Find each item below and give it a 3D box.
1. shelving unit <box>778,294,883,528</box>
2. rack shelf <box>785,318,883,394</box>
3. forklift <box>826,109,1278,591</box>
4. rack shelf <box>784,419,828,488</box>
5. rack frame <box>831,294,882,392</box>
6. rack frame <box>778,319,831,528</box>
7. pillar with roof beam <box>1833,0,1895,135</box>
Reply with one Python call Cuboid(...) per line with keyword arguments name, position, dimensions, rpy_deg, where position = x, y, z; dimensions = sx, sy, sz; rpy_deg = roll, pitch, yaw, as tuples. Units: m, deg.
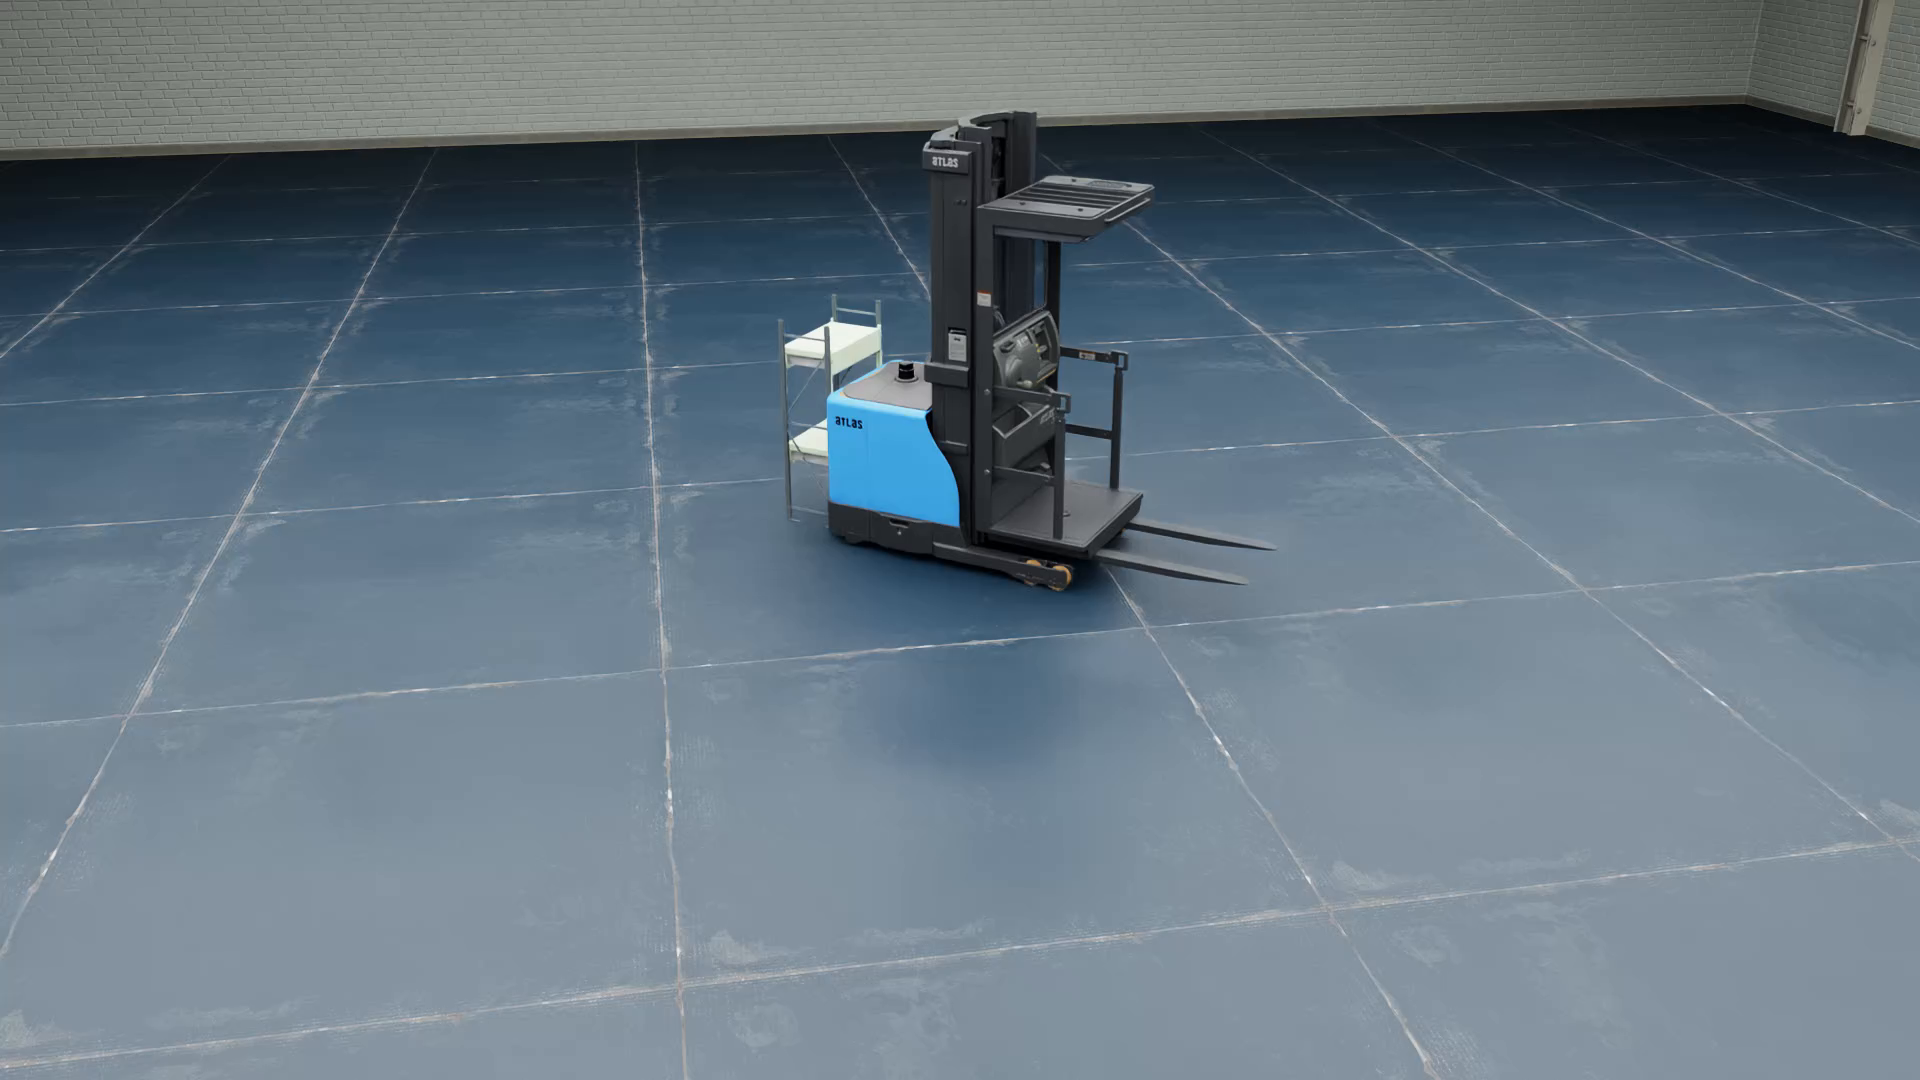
Cuboid(name="shelving unit", position=(-0.912, -0.933, 12.013), dimensions=(0.431, 1.500, 0.755), rpy_deg=(11, 26, 24))
Cuboid(name="rack shelf", position=(-0.912, -1.291, 11.857), dimensions=(0.431, 0.370, 0.720), rpy_deg=(11, 26, 24))
Cuboid(name="forklift", position=(0.624, -1.249, 10.948), dimensions=(3.031, 2.935, 1.130), rpy_deg=(11, 26, 24))
Cuboid(name="rack shelf", position=(-0.912, -0.635, 12.144), dimensions=(0.431, 0.370, 0.720), rpy_deg=(11, 26, 24))
Cuboid(name="rack frame", position=(-0.751, -1.065, 12.314), dimensions=(0.400, 1.500, 0.023), rpy_deg=(11, 26, 24))
Cuboid(name="rack frame", position=(-1.074, -0.802, 11.712), dimensions=(0.400, 1.500, 0.023), rpy_deg=(11, 26, 24))
Cuboid(name="pillar with roof beam", position=(10.072, -10.350, 24.204), dimensions=(9.100, 9.000, 0.400), rpy_deg=(-4, 24, -10))
